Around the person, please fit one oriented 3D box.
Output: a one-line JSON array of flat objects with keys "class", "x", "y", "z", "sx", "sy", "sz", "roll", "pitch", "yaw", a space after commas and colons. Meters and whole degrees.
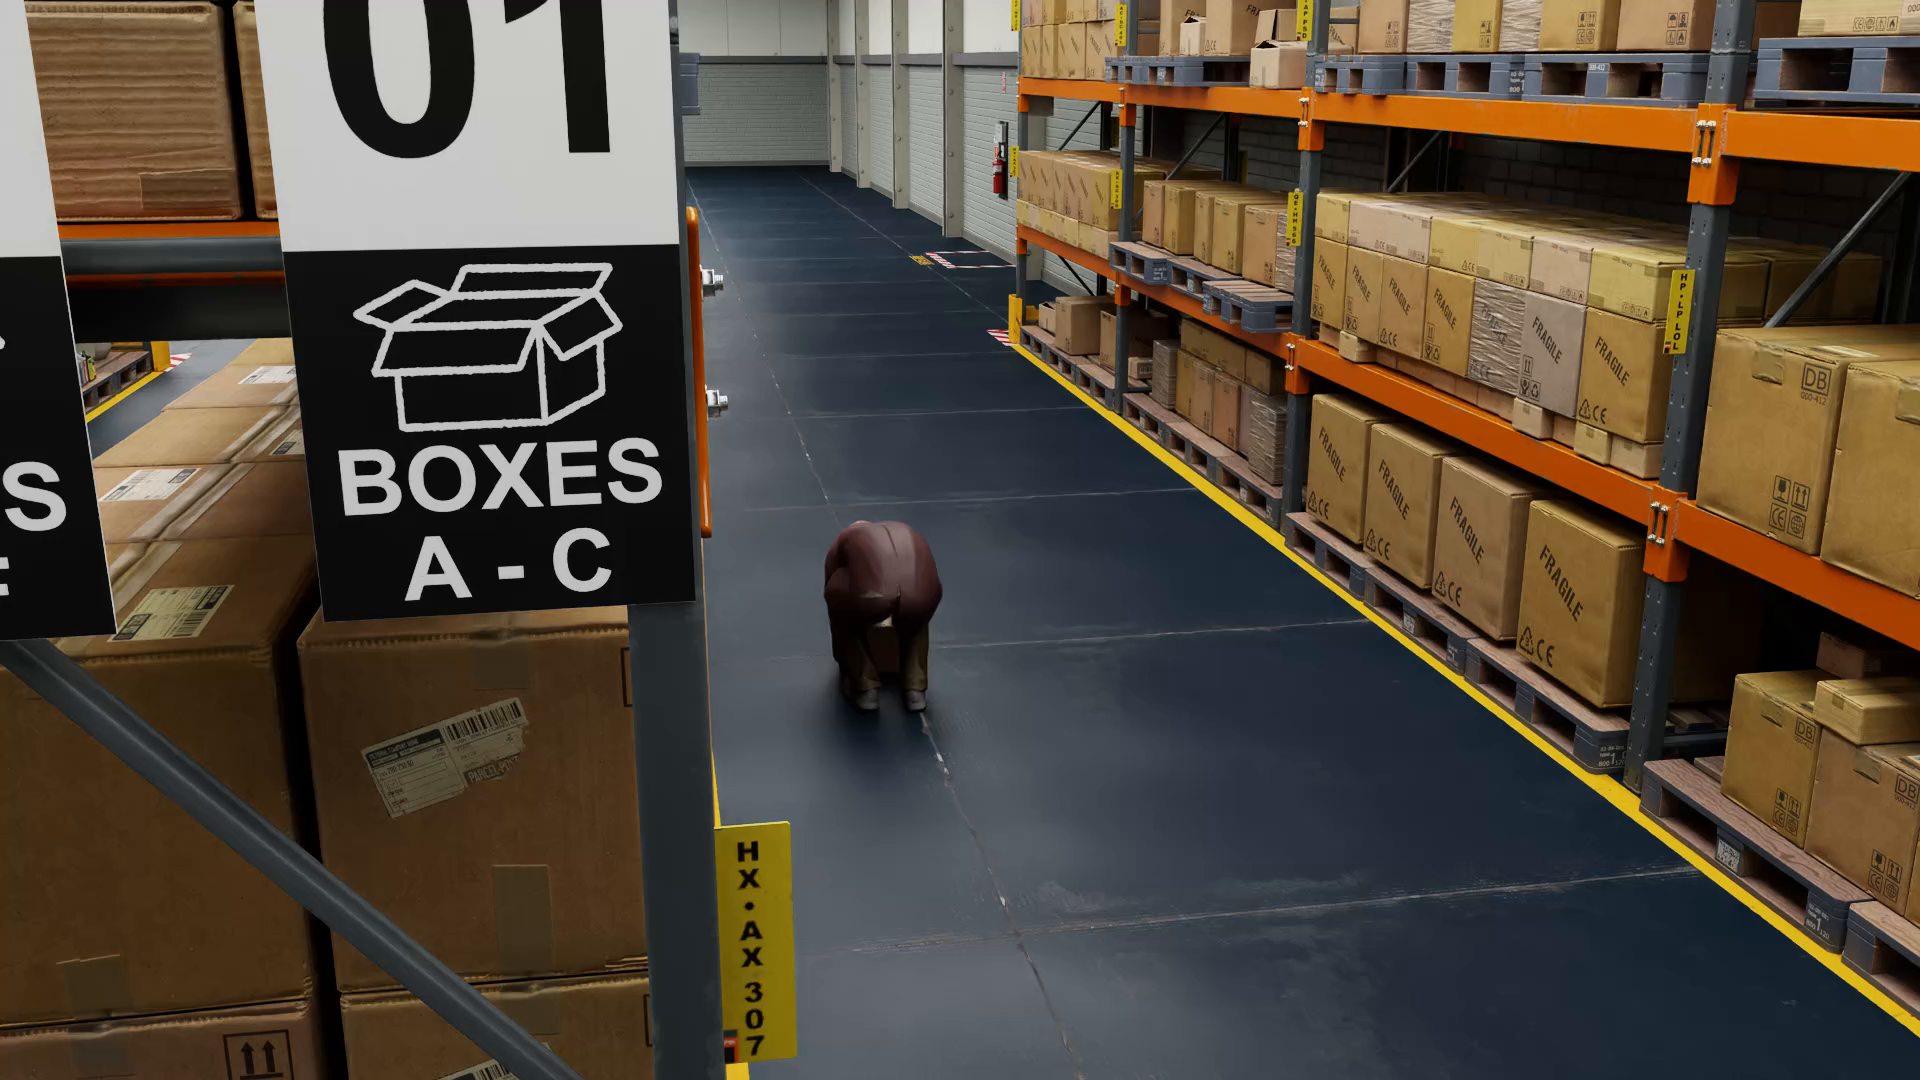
[{"class": "person", "x": -0.388, "y": 0.327, "z": 8.077, "sx": 0.585, "sy": 0.898, "sz": 0.952, "roll": -4, "pitch": 17, "yaw": -13}]
